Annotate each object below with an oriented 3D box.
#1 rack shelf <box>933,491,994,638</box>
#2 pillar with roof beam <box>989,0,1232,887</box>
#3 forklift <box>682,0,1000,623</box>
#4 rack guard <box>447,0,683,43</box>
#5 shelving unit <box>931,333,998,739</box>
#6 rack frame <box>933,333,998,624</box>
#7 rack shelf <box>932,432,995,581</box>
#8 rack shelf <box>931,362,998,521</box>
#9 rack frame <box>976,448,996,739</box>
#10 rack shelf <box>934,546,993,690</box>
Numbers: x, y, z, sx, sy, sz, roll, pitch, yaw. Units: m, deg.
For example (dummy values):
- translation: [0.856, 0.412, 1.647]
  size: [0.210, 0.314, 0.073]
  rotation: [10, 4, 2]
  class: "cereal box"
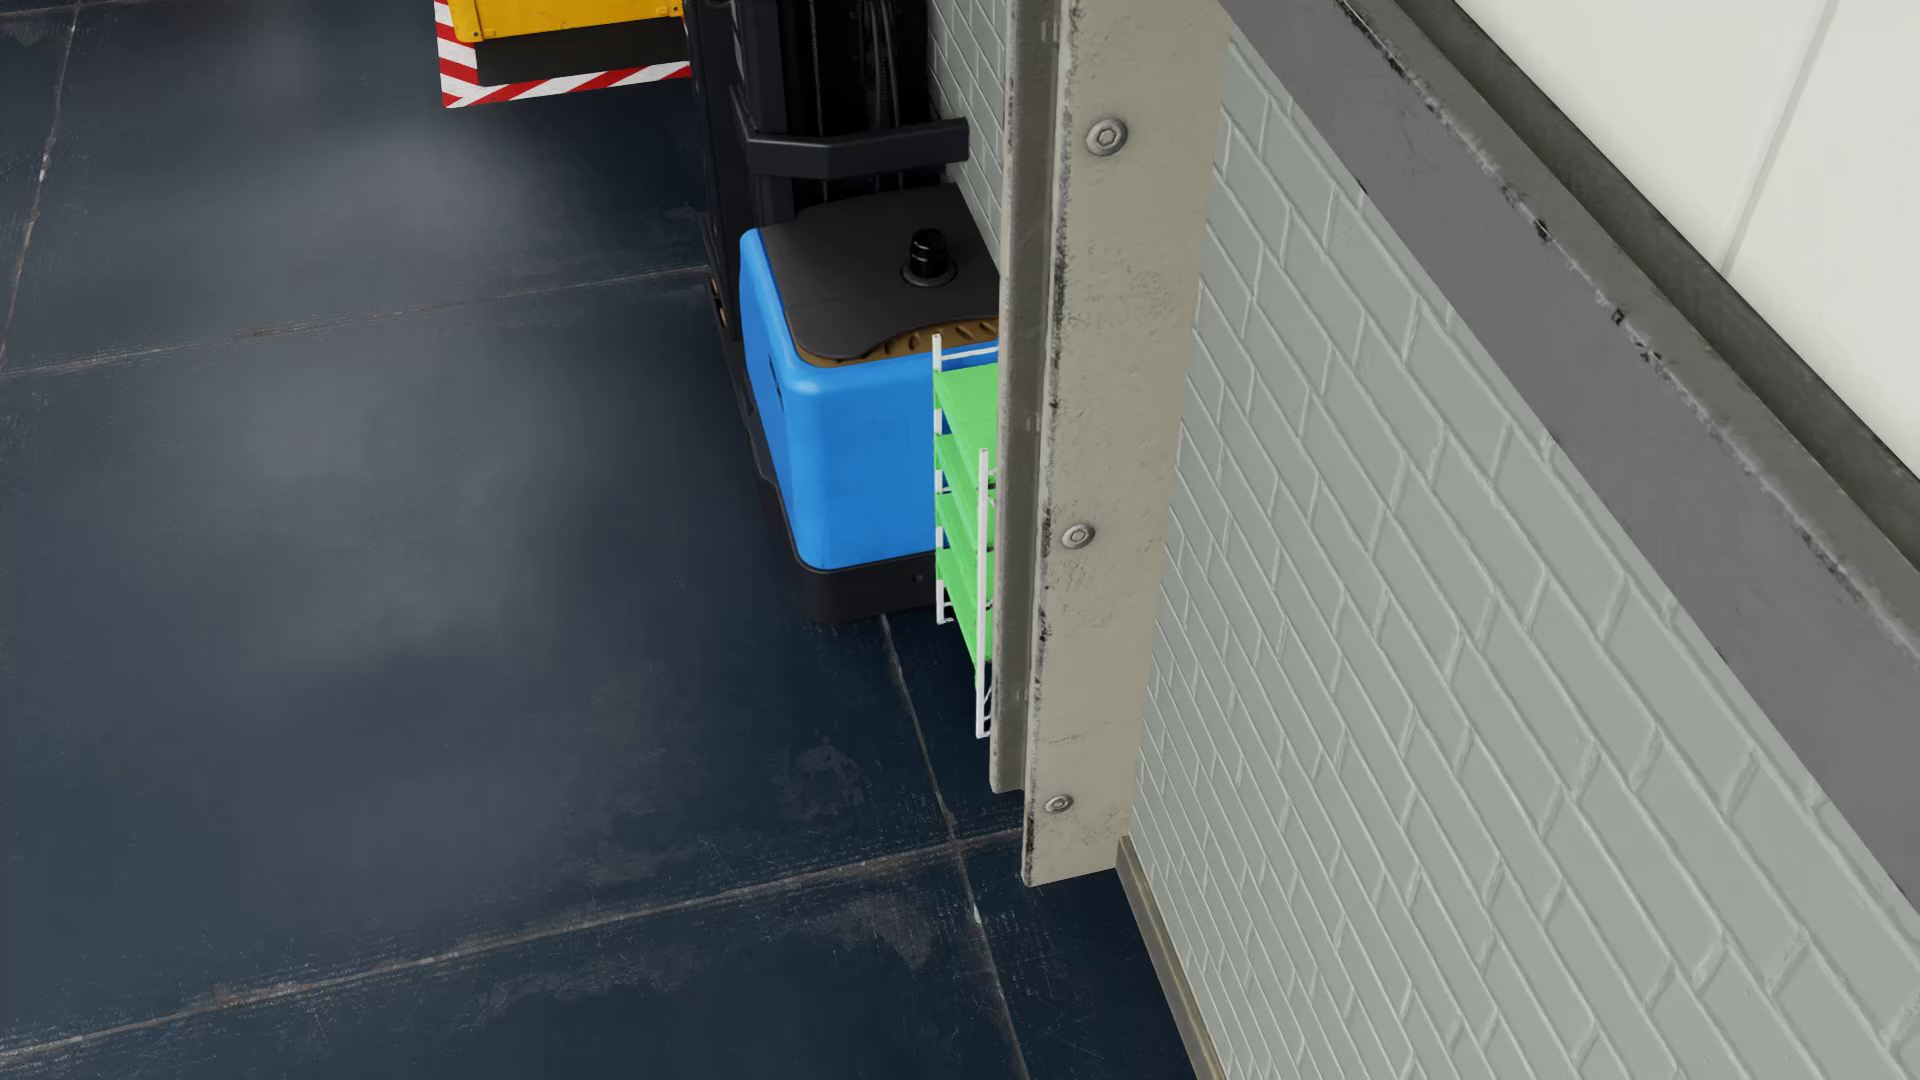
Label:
- translation: [0.104, 0.044, 4.956]
  size: [0.258, 0.148, 0.480]
  rotation: [-11, 47, -10]
  class: "rack shelf"
- translation: [-3.875, -1.530, 0.949]
  size: [9.100, 9.000, 0.400]
  rotation: [-11, 47, -10]
  class: "pillar with roof beam"
- translation: [-0.382, -1.829, 5.491]
  size: [1.130, 2.935, 3.031]
  rotation: [-11, 47, -10]
  class: "forklift"
- translation: [-1.936, -2.823, 8.167]
  size: [1.175, 0.500, 0.348]
  rotation: [-11, 47, -10]
  class: "rack guard"
- translation: [0.104, 0.000, 4.910]
  size: [0.258, 1.200, 0.503]
  rotation: [-11, 47, -10]
  class: "shelving unit"
- translation: [0.041, -0.169, 5.075]
  size: [0.240, 1.200, 0.015]
  rotation: [-11, 47, -10]
  class: "rack frame"
- translation: [0.104, -0.124, 4.785]
  size: [0.258, 0.148, 0.480]
  rotation: [-11, 47, -10]
  class: "rack shelf"
- translation: [0.104, -0.292, 4.613]
  size: [0.258, 0.148, 0.480]
  rotation: [-11, 47, -10]
  class: "rack shelf"
- translation: [0.167, 0.168, 4.745]
  size: [0.240, 1.200, 0.015]
  rotation: [-11, 47, -10]
  class: "rack frame"
- translation: [0.104, 0.212, 5.127]
  size: [0.258, 0.148, 0.480]
  rotation: [-11, 47, -10]
  class: "rack shelf"
